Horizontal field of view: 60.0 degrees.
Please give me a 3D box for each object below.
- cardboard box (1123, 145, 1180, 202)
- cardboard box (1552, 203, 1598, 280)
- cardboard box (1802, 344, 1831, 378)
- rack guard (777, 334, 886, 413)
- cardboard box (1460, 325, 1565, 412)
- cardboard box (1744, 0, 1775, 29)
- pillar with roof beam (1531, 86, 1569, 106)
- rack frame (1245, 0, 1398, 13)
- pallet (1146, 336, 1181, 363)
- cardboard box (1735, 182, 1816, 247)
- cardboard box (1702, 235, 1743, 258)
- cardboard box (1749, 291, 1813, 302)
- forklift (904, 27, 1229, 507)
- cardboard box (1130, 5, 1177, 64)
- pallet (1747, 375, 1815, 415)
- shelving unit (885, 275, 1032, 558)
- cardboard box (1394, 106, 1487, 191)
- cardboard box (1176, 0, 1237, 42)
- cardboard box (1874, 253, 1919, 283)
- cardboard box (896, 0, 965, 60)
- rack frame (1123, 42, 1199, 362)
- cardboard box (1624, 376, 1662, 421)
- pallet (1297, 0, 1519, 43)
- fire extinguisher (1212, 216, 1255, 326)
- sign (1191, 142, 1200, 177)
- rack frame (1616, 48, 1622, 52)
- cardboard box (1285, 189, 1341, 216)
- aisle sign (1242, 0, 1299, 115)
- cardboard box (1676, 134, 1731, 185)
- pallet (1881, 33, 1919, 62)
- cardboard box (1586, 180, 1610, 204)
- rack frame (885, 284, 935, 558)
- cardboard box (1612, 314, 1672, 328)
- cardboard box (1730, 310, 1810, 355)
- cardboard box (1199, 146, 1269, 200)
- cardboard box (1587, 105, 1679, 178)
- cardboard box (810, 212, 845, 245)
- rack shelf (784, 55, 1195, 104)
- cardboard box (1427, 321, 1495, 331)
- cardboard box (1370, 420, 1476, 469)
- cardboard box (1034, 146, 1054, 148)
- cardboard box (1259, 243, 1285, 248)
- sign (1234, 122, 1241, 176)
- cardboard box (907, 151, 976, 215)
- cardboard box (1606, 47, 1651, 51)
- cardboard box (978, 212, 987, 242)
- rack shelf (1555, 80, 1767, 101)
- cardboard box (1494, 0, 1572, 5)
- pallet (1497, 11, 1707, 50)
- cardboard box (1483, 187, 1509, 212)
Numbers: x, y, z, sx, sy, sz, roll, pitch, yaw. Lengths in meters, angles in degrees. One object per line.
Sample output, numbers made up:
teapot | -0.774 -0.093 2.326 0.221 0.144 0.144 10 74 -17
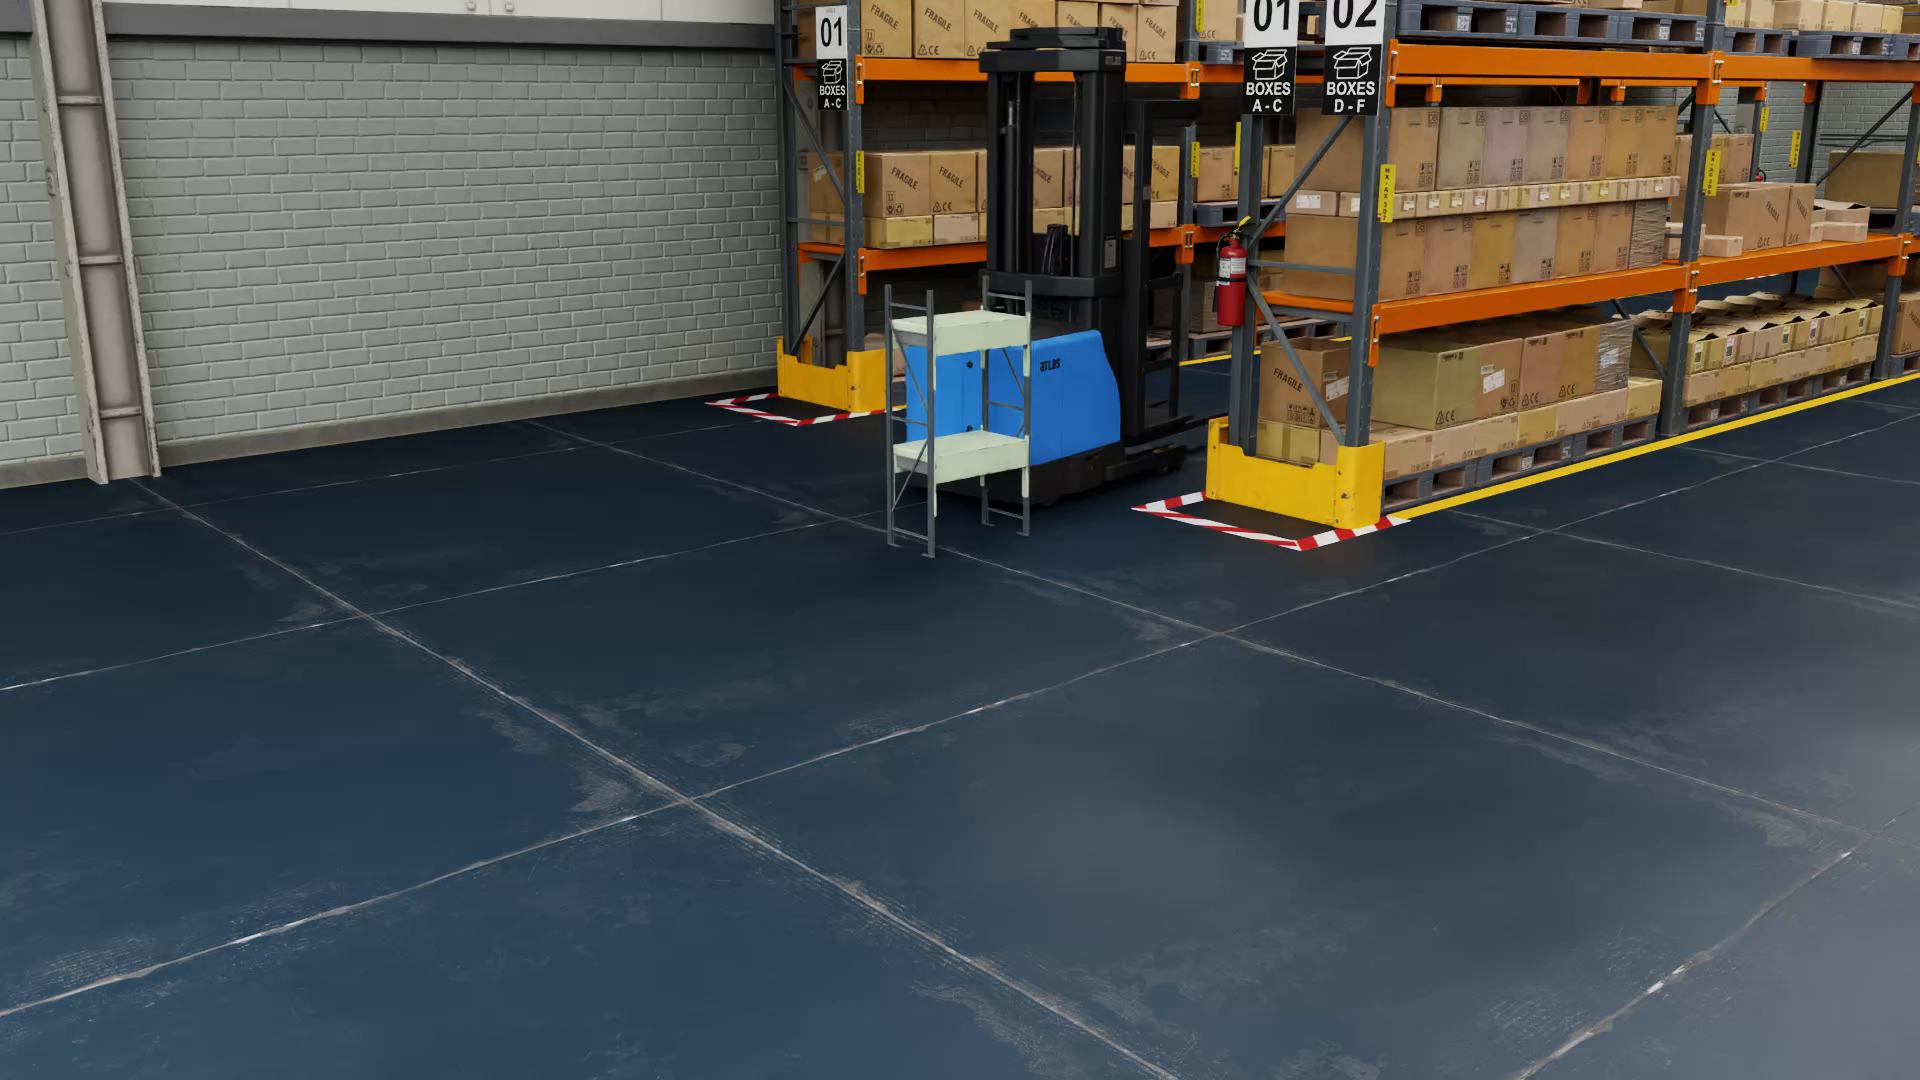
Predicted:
cardboard box | 1.710 -3.453 15.662 0.500 0.500 0.500 -13 20 -39
cardboard box | 4.013 -2.127 11.706 0.500 0.500 0.700 -12 19 -39
cardboard box | 7.131 -1.573 14.339 0.500 0.250 0.500 -12 19 -38
rack guard | -1.097 -1.421 14.101 0.348 0.500 1.175 -13 19 -39
cardboard box | 3.784 -1.190 11.454 0.500 0.500 0.500 -13 19 -39
cardboard box | 6.002 -4.105 12.971 0.500 0.250 0.500 14 20 42
pillar with roof beam | 10.685 -6.996 18.503 0.400 9.000 9.100 -13 19 -39
rack frame | 2.100 -4.550 9.348 0.127 3.000 1.000 -13 19 -39
pallet | 1.380 -1.826 16.175 1.213 0.211 1.003 -13 19 -39
cardboard box | 6.880 -2.768 14.107 0.500 0.500 0.500 -14 20 -42
cardboard box | 5.921 -2.319 13.105 0.250 0.149 0.380 -13 19 -39
cardboard box | 7.548 -2.121 15.306 0.500 0.311 0.500 -12 19 -38
forklift | 0.929 -1.946 11.356 1.130 2.935 3.031 11 19 36
cardboard box | 1.643 -4.666 15.363 0.500 0.500 0.500 -12 19 -38
pallet | 6.569 -1.323 14.293 1.213 0.211 1.003 -13 19 -39
shelving unit | -0.005 -0.723 9.552 0.755 1.500 0.431 -13 19 -39
cardboard box | 2.894 -2.503 10.600 0.500 0.500 0.700 -13 20 -41
cardboard box | 2.328 -5.071 16.101 0.500 0.500 0.500 -9 18 -32
cardboard box | 9.496 -2.763 16.820 0.500 0.250 0.500 -13 20 -40
cardboard box | -0.309 -4.215 13.672 0.500 0.500 0.500 -11 19 -36
rack frame | 1.863 -3.293 16.267 0.127 3.000 1.000 -13 19 -39
cardboard box | 4.912 -1.083 12.507 0.500 0.250 0.500 -13 19 -39
pallet | 2.651 -3.173 10.176 1.213 0.211 1.003 -13 19 -39
fire extinguisher | 1.706 -1.685 10.396 0.183 0.674 0.296 -13 19 -39
sign | 2.225 -3.607 15.765 0.005 0.325 0.100 -13 19 -39
rack frame | 7.898 -7.547 20.567 0.127 3.000 1.000 -13 19 -39
cardboard box | 2.264 -2.116 10.407 0.250 0.149 0.380 -13 20 -40
aisle sign | 1.858 -2.954 9.959 0.004 0.787 0.394 -13 19 -39
cardboard box | 9.996 -5.257 23.039 0.700 0.700 0.980 -13 20 -40
pallet | 7.682 -4.233 14.338 1.003 0.211 1.213 -12 19 -37
cardboard box | 4.285 -2.432 11.590 0.250 0.149 0.380 -13 20 -40
rack frame | -0.281 -0.661 9.320 0.023 1.500 0.400 -13 19 -39
cardboard box | 5.624 -1.689 13.688 0.500 0.311 0.500 -12 19 -38
cardboard box | 6.752 -1.757 13.944 0.500 0.311 0.500 -12 19 -38
cardboard box | 2.696 -3.727 16.845 0.500 0.500 0.700 -10 18 -34
cardboard box | 4.787 -2.928 12.193 0.500 0.500 0.700 -13 19 -39
cardboard box | -0.929 -2.670 14.185 0.500 0.250 0.500 -12 19 -39
rack shelf | 0.355 -4.056 14.705 4.000 0.370 1.077 -13 19 -39
cardboard box | 3.432 -1.294 11.844 0.500 0.500 0.500 -13 19 -39
cardboard box | 3.026 -0.659 10.921 0.500 0.250 0.500 -13 19 -39
cardboard box | 0.599 -3.384 15.404 0.500 0.500 0.500 -12 19 -38
cardboard box | 3.516 -3.034 17.833 0.500 0.250 0.500 -13 20 -40
sign | 1.755 -2.434 10.347 0.005 0.325 0.100 -13 19 -39
cardboard box | -0.217 -3.019 14.040 0.500 0.500 0.500 -13 19 -39
cardboard box | 8.593 -6.342 21.152 0.500 0.250 0.500 -13 20 -40
cardboard box | 0.193 -2.750 14.484 0.500 0.250 0.500 -13 20 -40
rack shelf | 9.407 -6.089 22.315 4.000 0.370 1.077 -13 19 -39
cardboard box | 3.533 -3.648 10.504 0.500 0.500 0.500 -13 19 -39
pallet | 4.491 -3.587 11.724 1.213 0.211 1.003 -13 19 -39
cardboard box | 3.316 -2.214 10.774 0.250 0.149 0.380 -14 20 -41
